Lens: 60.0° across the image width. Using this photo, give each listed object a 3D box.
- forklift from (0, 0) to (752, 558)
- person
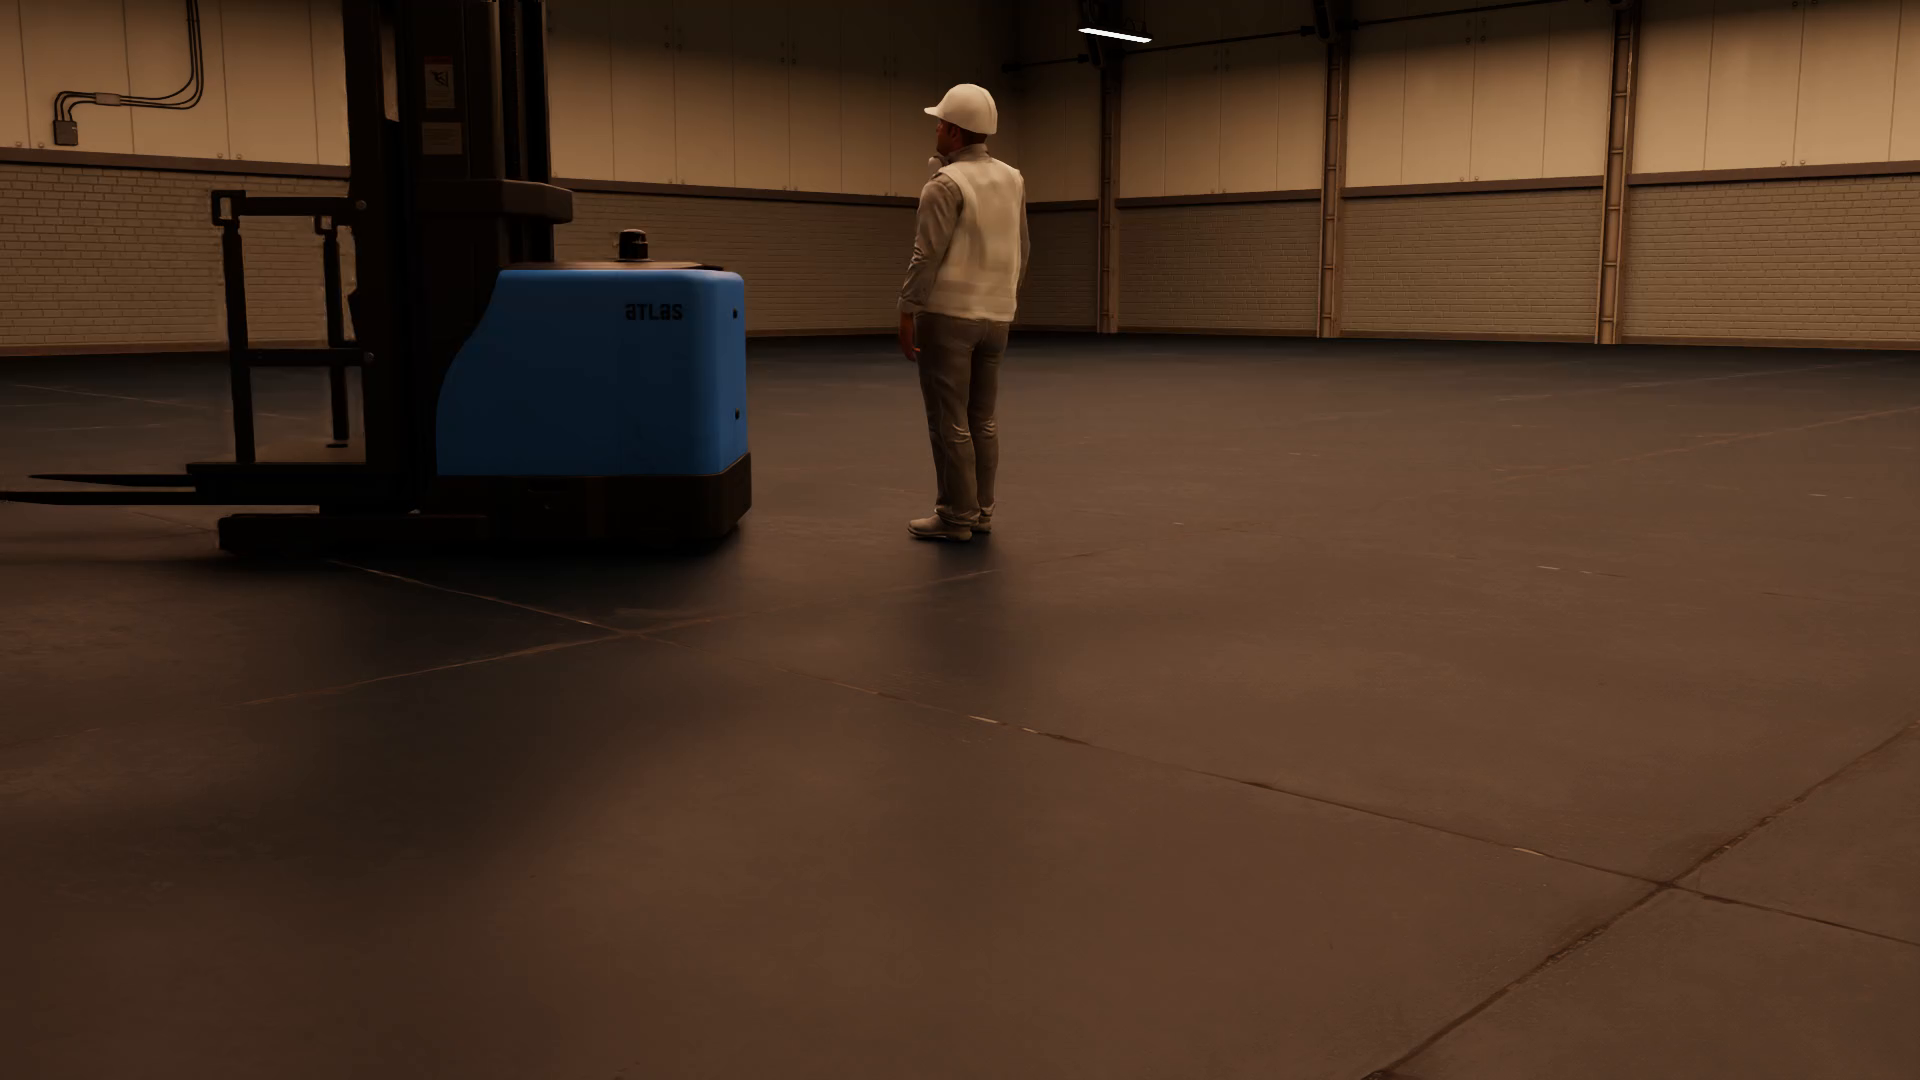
[{"bbox_3d":[-2.416,-1.459,6.564,3.031,2.935,1.130,0,9,0],"label":"forklift"},{"bbox_3d":[-0.039,-0.892,6.633,0.567,1.773,0.632,8,12,43],"label":"person"}]
